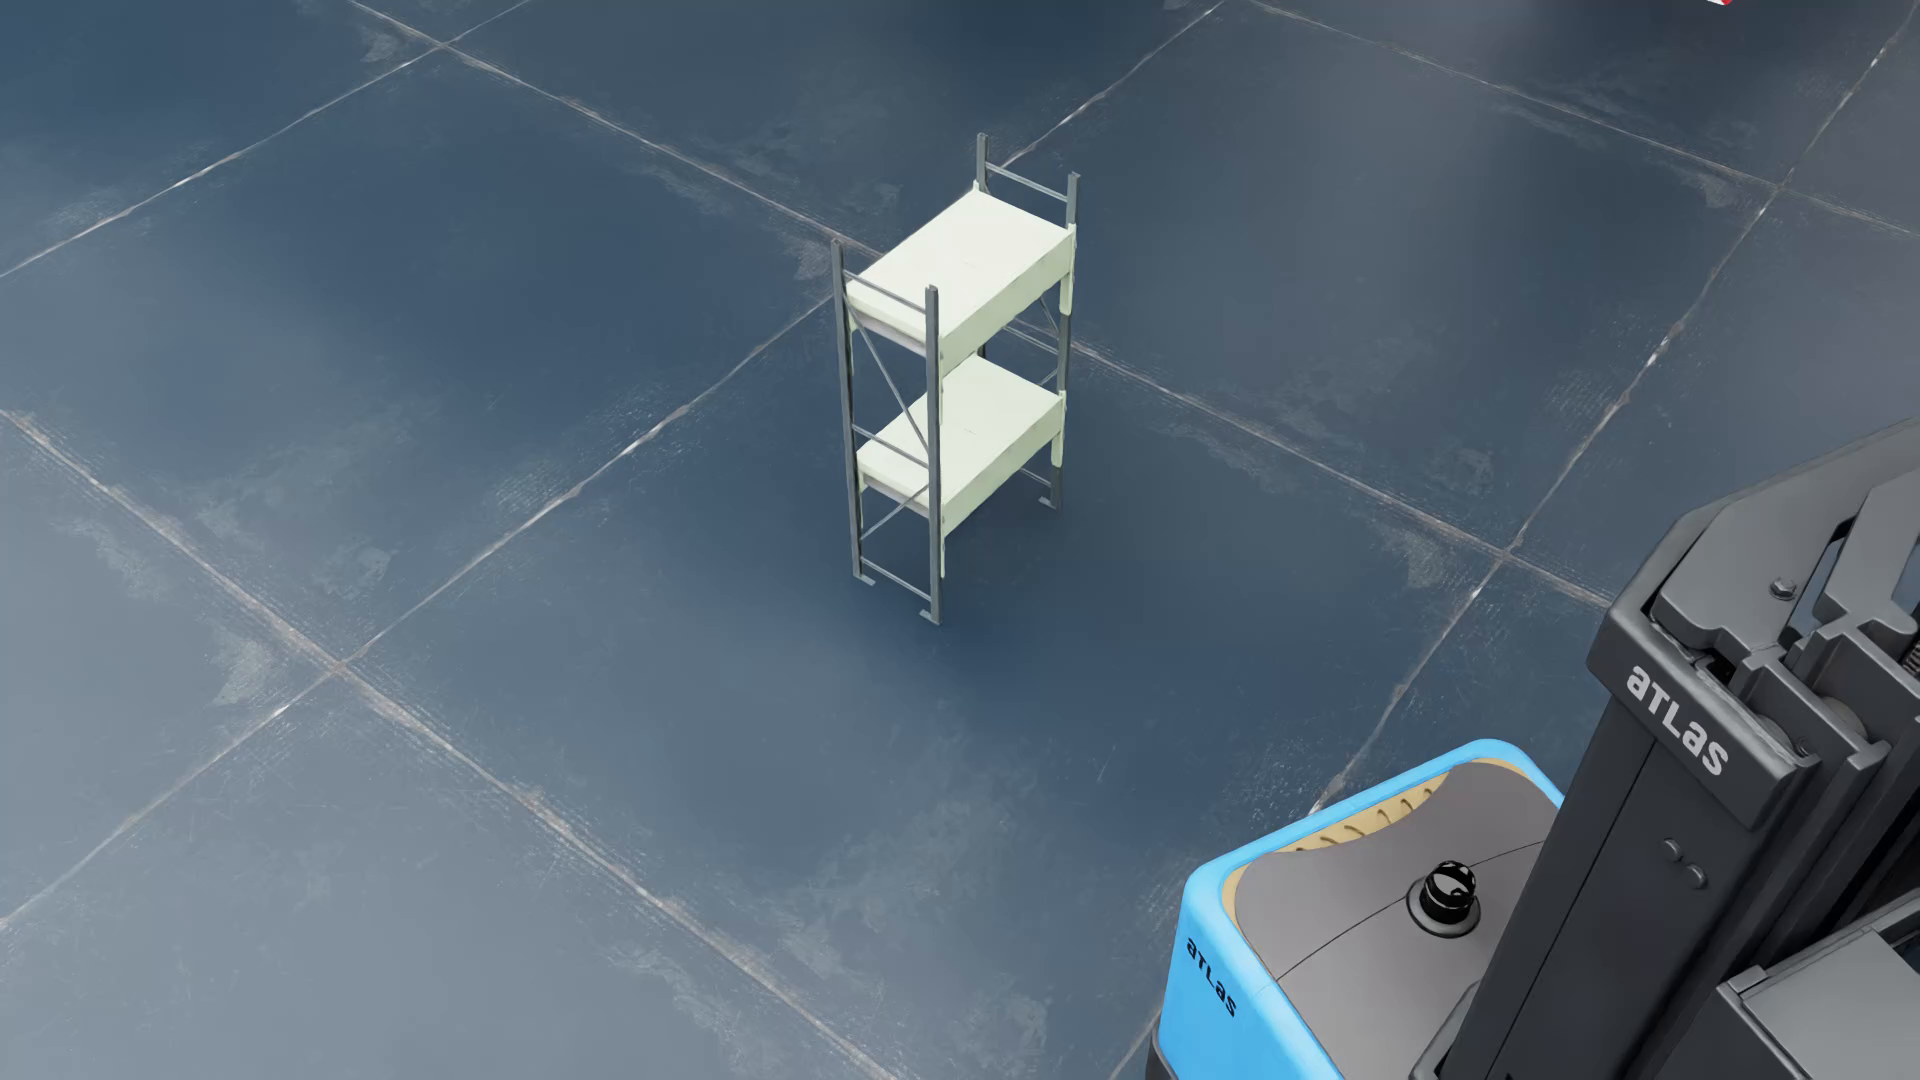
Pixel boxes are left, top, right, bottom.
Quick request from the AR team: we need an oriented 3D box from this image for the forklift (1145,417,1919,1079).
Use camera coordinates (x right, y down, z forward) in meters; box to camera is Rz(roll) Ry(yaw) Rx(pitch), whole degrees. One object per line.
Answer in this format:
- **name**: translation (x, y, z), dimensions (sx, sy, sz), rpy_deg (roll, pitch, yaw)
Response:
- **forklift**: translation (1.637, 1.331, 2.952), dimensions (1.130, 2.935, 3.031), rpy_deg (-20, 50, -18)

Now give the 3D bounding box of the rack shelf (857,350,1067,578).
- **rack shelf**: translation (-0.004, -0.289, 5.940), dimensions (0.431, 0.370, 0.720), rpy_deg (29, 53, 25)

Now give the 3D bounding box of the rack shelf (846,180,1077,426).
- **rack shelf**: translation (-0.004, -0.784, 5.422), dimensions (0.431, 0.370, 0.720), rpy_deg (29, 53, 25)

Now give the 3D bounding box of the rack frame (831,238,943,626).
- **rack frame**: translation (-0.228, -0.305, 5.504), dimensions (0.400, 1.500, 0.023), rpy_deg (29, 53, 25)

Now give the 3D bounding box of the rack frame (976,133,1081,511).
- **rack frame**: translation (0.220, -0.724, 5.904), dimensions (0.400, 1.500, 0.023), rpy_deg (29, 53, 25)

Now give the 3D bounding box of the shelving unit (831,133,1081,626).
- **shelving unit**: translation (-0.004, -0.514, 5.704), dimensions (0.431, 1.500, 0.755), rpy_deg (29, 53, 25)
